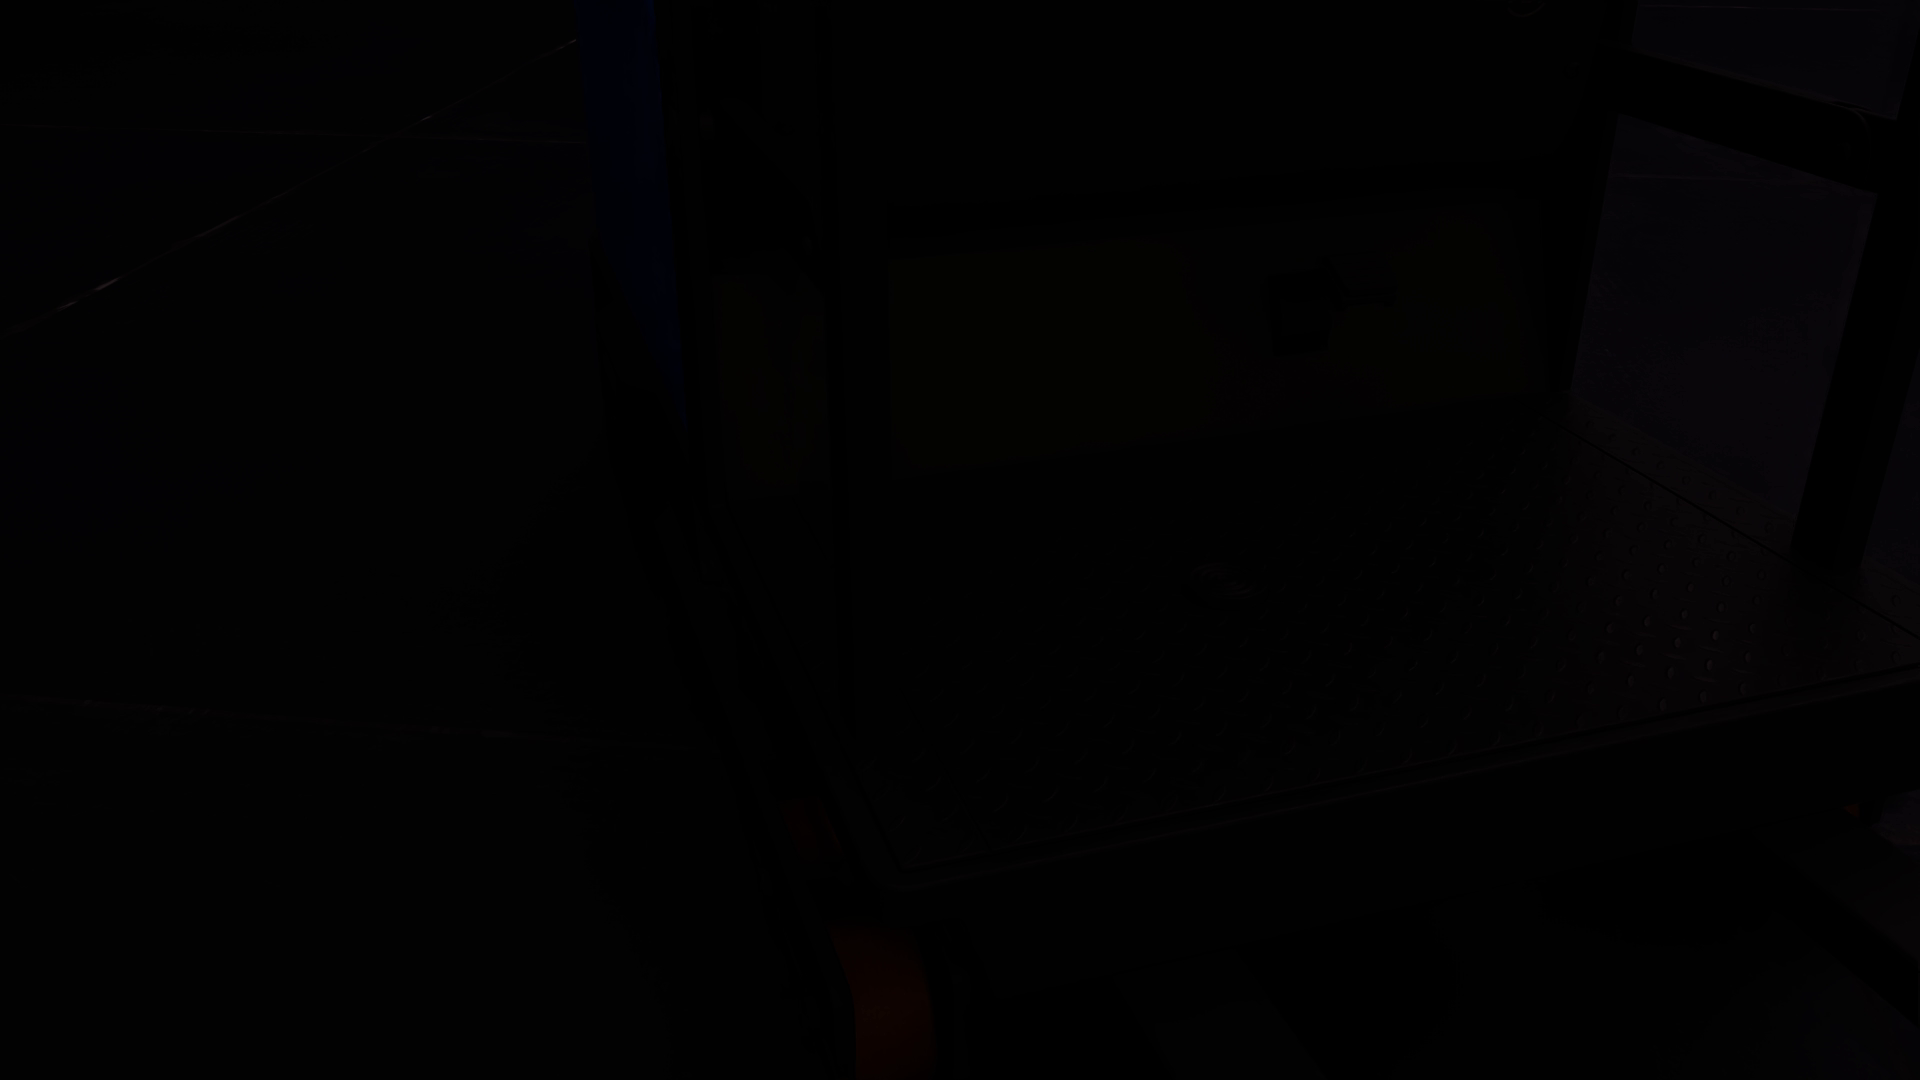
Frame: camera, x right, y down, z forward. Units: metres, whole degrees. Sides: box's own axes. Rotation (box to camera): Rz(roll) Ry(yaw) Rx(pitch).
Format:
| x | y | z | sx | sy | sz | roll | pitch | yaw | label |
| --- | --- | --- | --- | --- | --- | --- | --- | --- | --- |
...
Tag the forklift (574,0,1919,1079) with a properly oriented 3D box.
| x | y | z | sx | sy | sz | roll | pitch | yaw | label |
| --- | --- | --- | --- | --- | --- | --- | --- | --- | --- |
| 0.309 | -1.015 | 1.252 | 1.130 | 2.935 | 3.031 | -8 | 28 | -16 | forklift |
